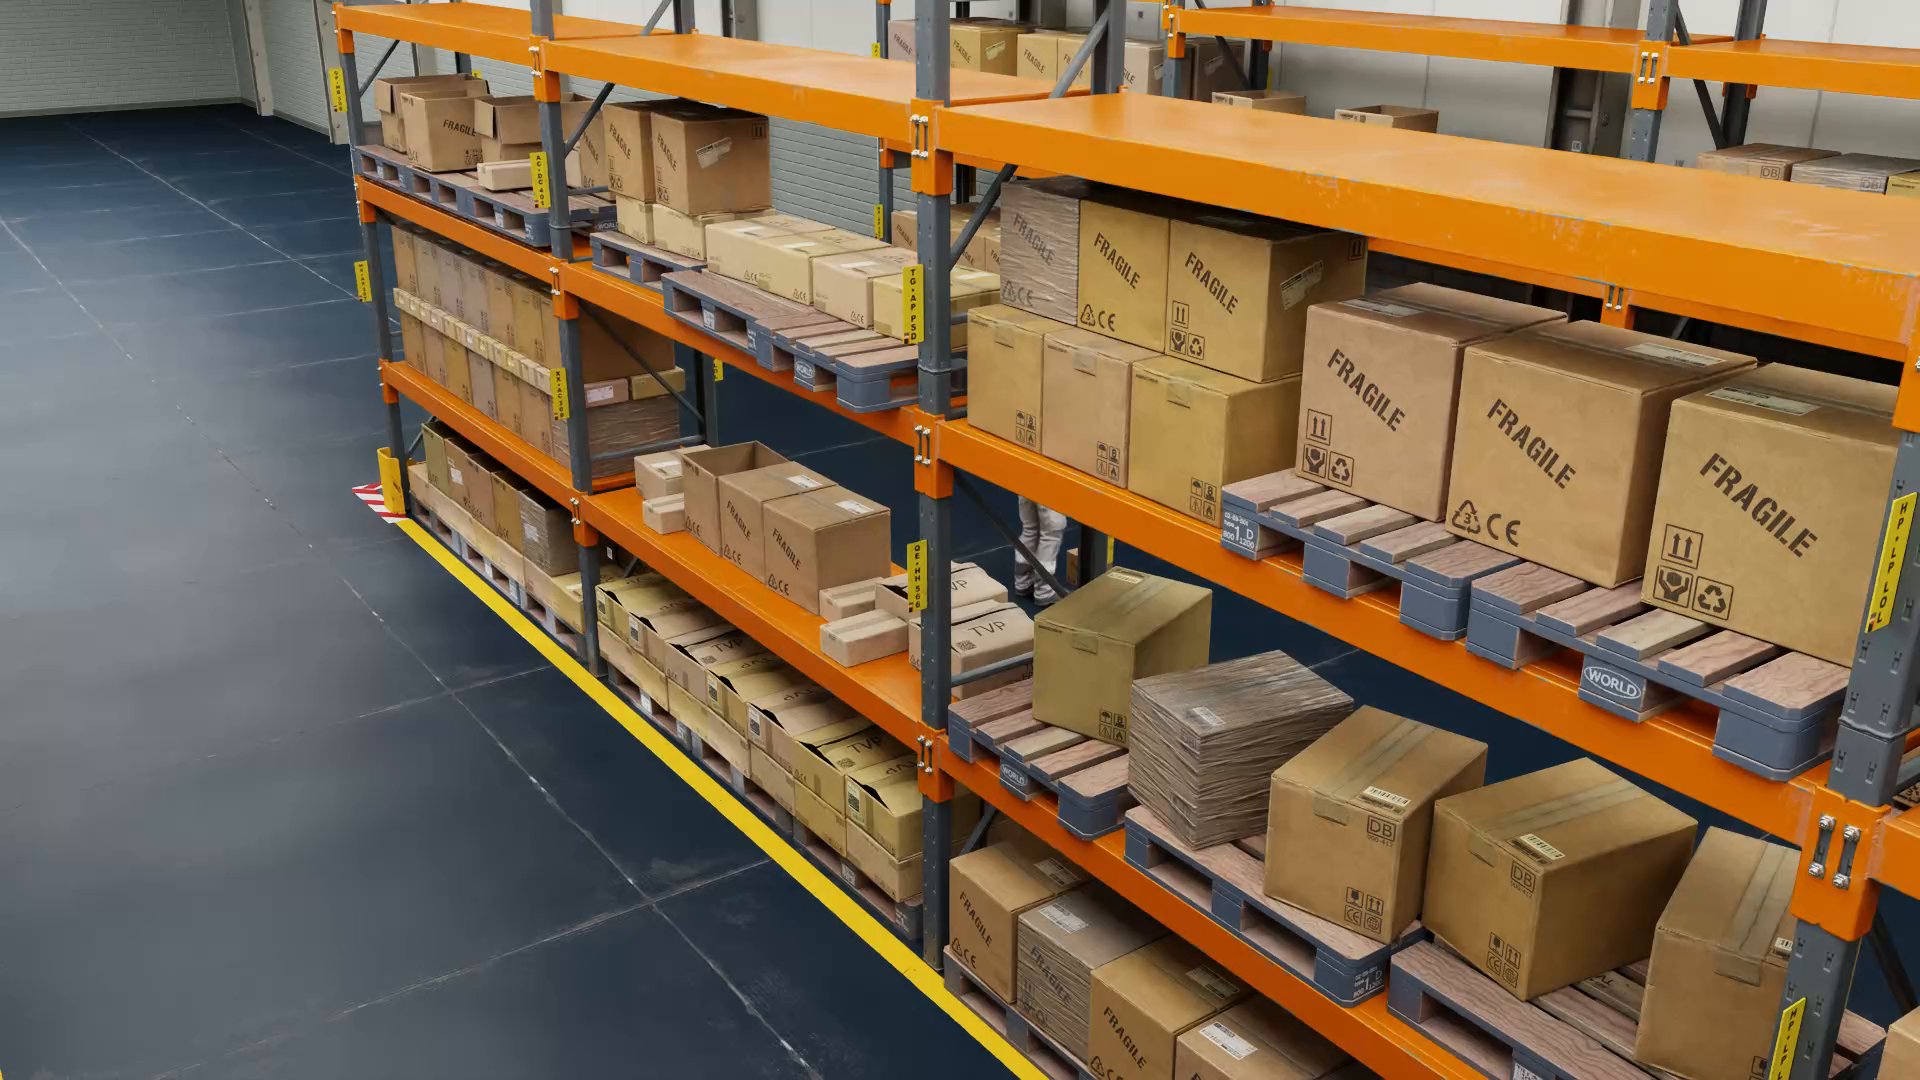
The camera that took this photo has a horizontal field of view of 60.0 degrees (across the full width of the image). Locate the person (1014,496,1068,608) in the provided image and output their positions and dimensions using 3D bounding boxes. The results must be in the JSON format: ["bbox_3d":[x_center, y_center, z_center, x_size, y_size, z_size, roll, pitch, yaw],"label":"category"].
[{"bbox_3d":[0.583,-0.407,12.111,0.344,1.780,0.527,-14,25,-32],"label":"person"}]
